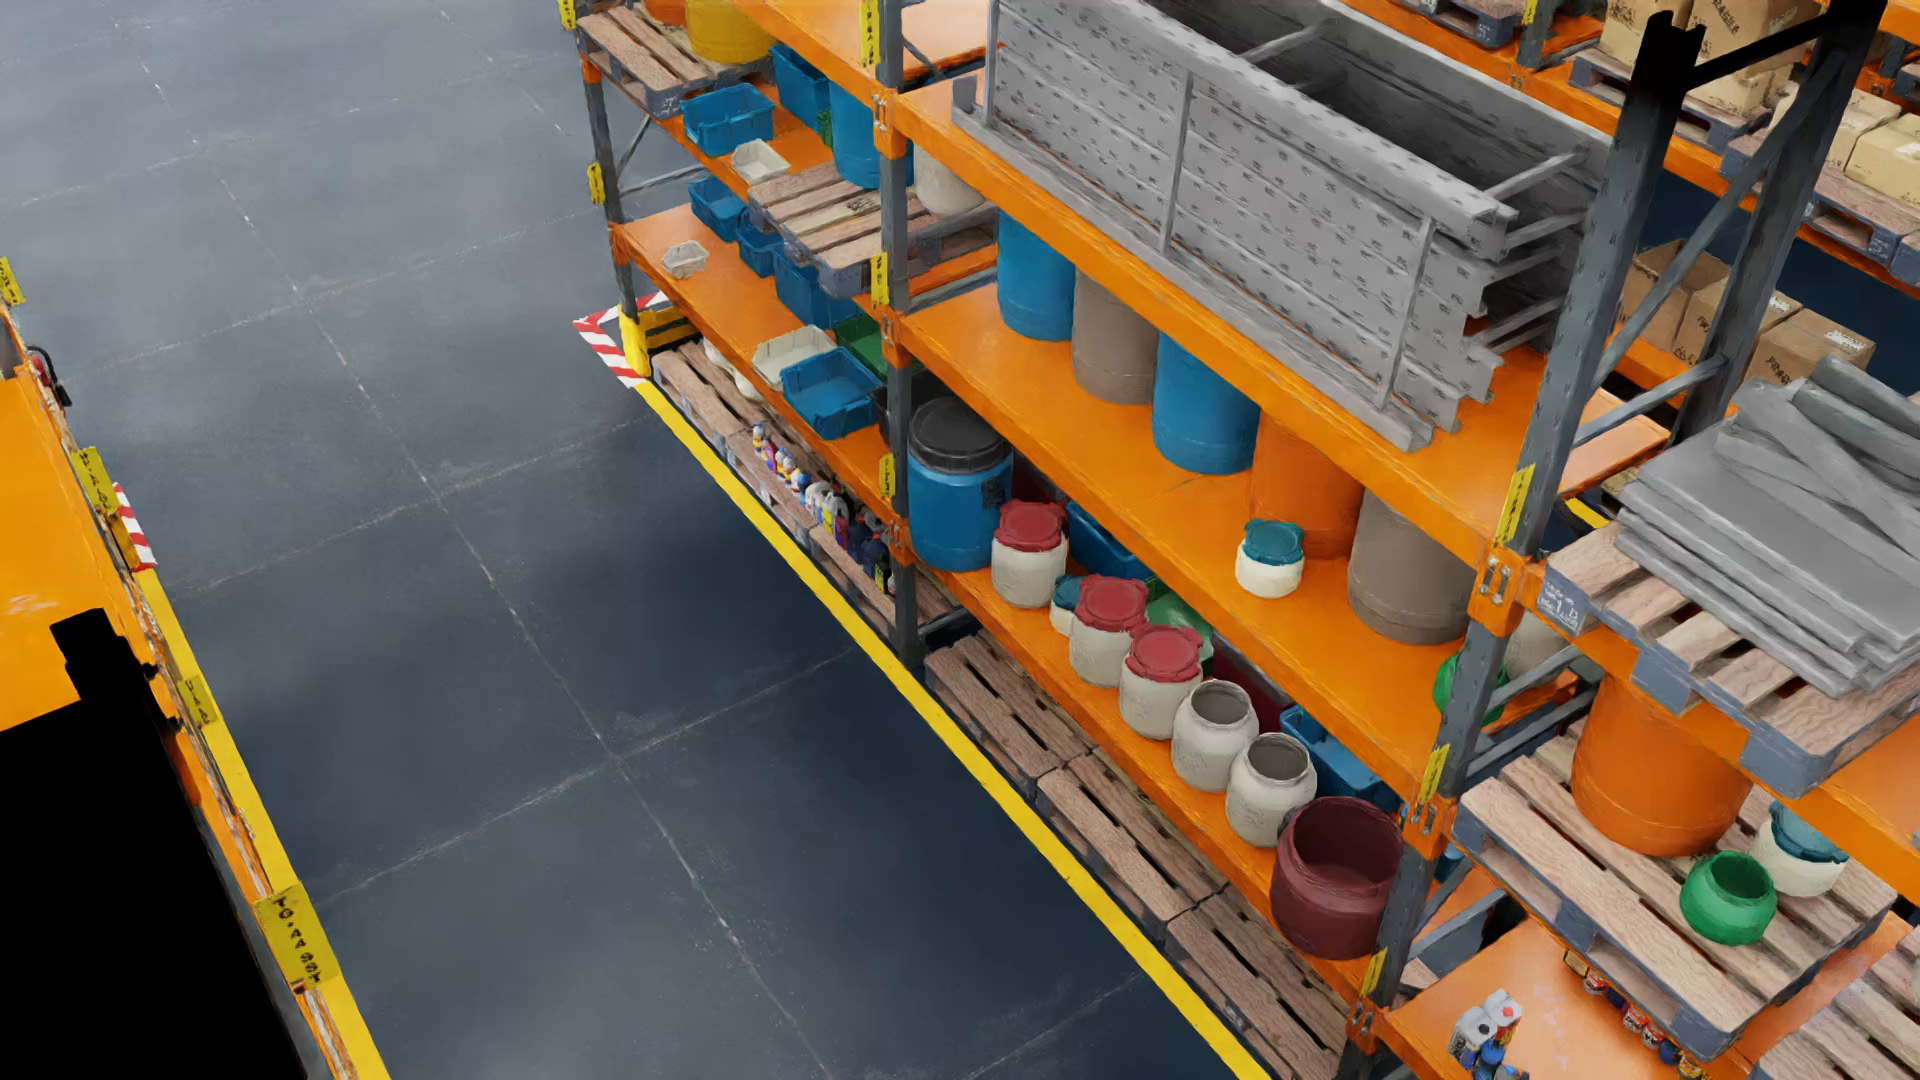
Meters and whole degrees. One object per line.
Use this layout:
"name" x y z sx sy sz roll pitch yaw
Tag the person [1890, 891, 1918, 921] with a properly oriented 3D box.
"person" 5.186 1.694 8.578 0.644 1.782 0.522 23 47 23
